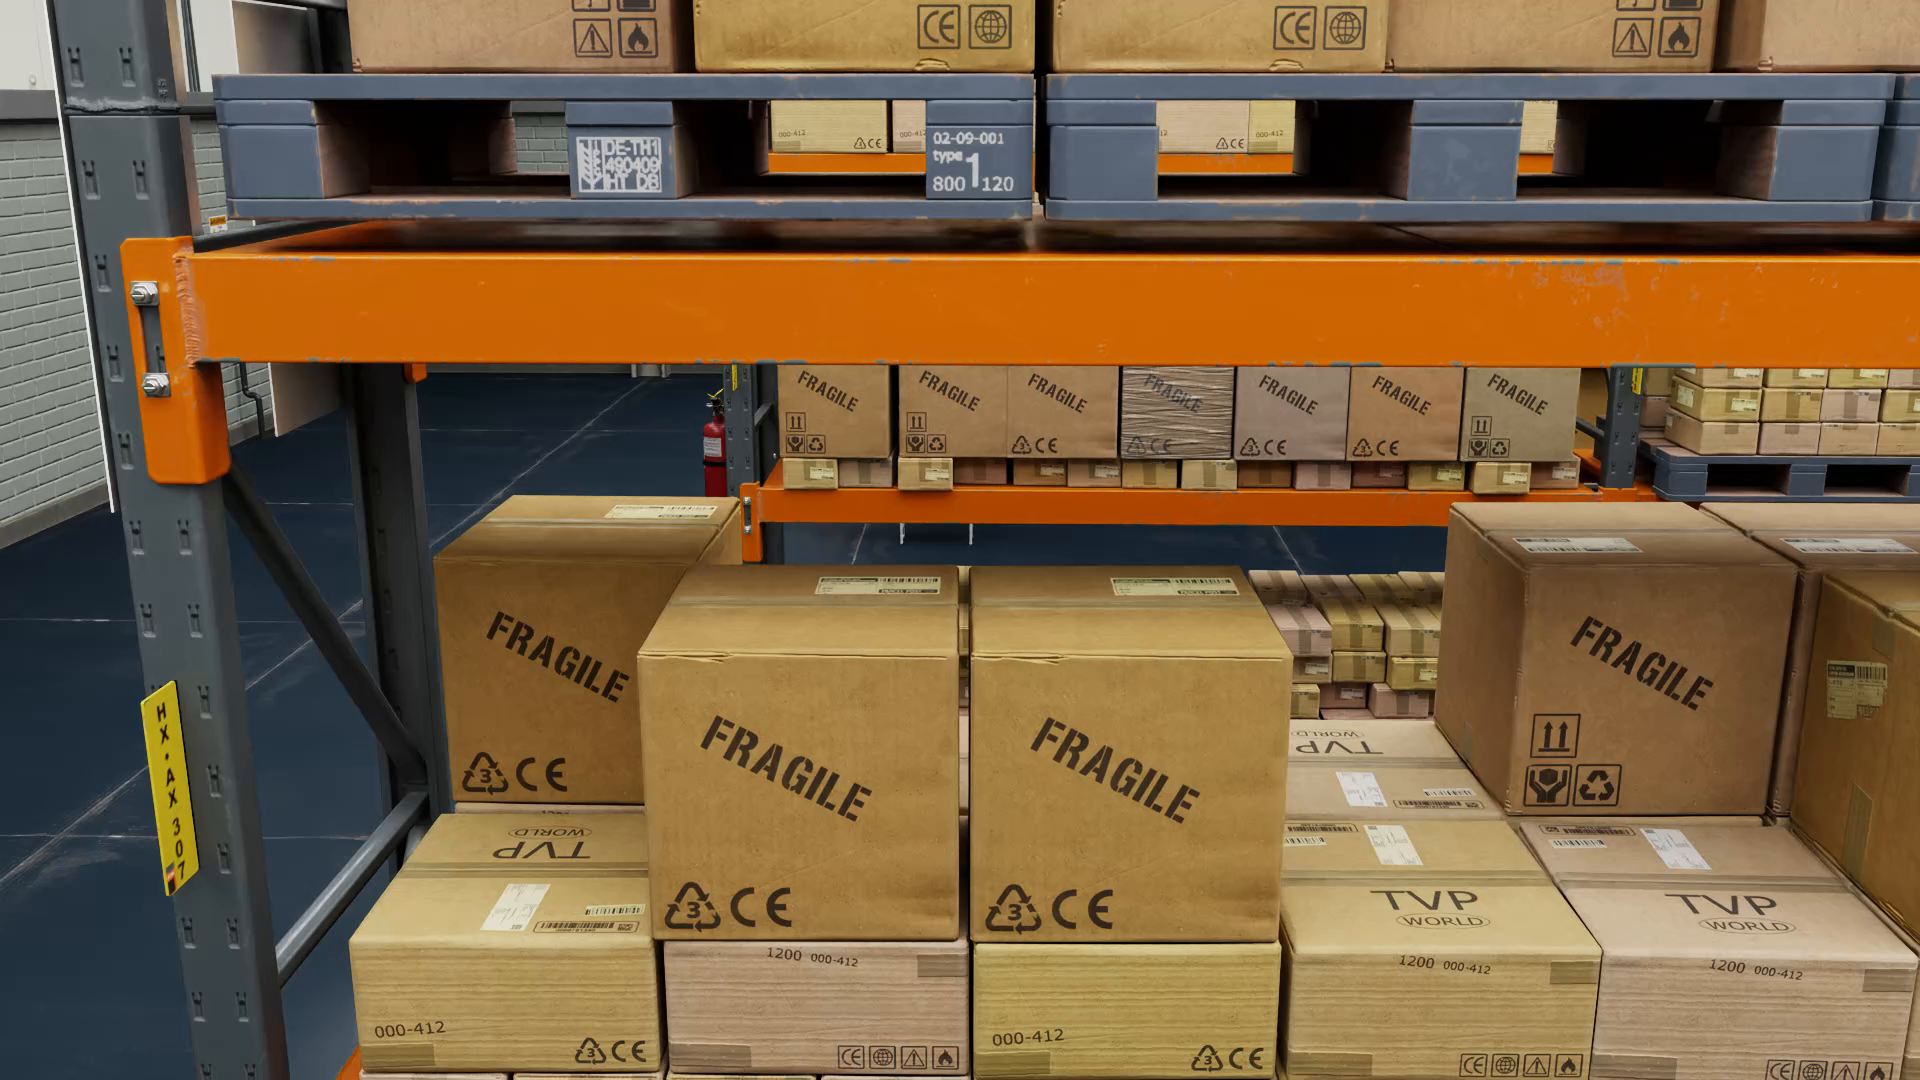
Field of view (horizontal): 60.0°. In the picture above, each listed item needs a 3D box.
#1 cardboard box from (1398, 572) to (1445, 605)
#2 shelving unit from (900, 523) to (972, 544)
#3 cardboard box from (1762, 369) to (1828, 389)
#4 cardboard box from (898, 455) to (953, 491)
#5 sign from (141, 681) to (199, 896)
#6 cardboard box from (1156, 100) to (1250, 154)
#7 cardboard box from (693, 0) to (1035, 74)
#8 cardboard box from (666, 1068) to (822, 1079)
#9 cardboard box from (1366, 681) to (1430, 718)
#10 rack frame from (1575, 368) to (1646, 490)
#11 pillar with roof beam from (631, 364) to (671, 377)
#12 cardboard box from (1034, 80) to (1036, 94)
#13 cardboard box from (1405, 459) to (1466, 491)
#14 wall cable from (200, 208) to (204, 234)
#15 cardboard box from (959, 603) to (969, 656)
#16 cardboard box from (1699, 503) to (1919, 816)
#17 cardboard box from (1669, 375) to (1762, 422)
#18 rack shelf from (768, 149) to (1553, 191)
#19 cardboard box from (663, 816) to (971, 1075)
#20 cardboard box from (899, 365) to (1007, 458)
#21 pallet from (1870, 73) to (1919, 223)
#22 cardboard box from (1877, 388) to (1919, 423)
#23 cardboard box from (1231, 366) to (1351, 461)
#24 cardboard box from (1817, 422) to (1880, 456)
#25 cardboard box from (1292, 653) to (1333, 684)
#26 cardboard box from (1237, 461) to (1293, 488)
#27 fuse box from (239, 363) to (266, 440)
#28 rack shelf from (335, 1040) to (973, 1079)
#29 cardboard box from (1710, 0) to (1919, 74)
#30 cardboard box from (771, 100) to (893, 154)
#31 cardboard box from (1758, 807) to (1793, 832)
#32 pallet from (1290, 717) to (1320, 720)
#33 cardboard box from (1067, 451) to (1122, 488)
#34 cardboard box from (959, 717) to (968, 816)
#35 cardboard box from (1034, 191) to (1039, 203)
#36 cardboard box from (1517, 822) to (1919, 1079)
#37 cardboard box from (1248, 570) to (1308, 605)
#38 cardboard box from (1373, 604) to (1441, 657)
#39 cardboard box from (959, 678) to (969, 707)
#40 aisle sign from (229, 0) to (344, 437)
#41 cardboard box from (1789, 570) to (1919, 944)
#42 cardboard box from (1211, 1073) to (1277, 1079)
[{"bbox_3d":[2.389,0.285,8.479,0.250,0.149,0.380,1,15,4],"label":"cardboard box"},{"bbox_3d":[-0.165,-0.581,11.691,0.503,1.200,0.258,0,15,1],"label":"shelving unit"},{"bbox_3d":[3.663,-0.780,7.419,0.250,0.149,0.380,1,15,3],"label":"cardboard box"},{"bbox_3d":[-0.158,-0.343,7.753,0.250,0.149,0.380,0,15,0],"label":"cardboard box"},{"bbox_3d":[-1.245,0.392,2.622,0.005,0.325,0.100,0,15,1],"label":"sign"},{"bbox_3d":[1.003,-1.856,7.408,0.500,0.250,0.500,0,15,1],"label":"cardboard box"},{"bbox_3d":[-0.144,-1.019,2.726,0.500,0.500,0.700,0,15,-1],"label":"cardboard box"},{"bbox_3d":[-0.366,0.918,2.972,0.250,0.149,0.380,0,15,0],"label":"cardboard box"},{"bbox_3d":[2.078,0.721,7.994,0.250,0.149,0.380,0,15,0],"label":"cardboard box"},{"bbox_3d":[3.002,-0.531,7.972,0.127,3.000,1.000,0,15,1],"label":"rack frame"},{"bbox_3d":[-3.631,-5.136,13.667,0.400,9.000,9.100,0,15,1],"label":"pillar with roof beam"},{"bbox_3d":[0.462,-2.098,7.345,0.500,0.250,0.500,1,15,2],"label":"cardboard box"},{"bbox_3d":[2.184,-0.342,7.750,0.250,0.149,0.380,1,15,4],"label":"cardboard box"},{"bbox_3d":[-6.584,-2.704,14.216,0.122,1.984,0.588,0,15,1],"label":"wall cable"},{"bbox_3d":[0.046,0.426,7.943,0.250,0.149,0.380,0,15,1],"label":"cardboard box"},{"bbox_3d":[1.810,0.226,3.344,0.500,0.500,0.500,0,15,1],"label":"cardboard box"},{"bbox_3d":[3.384,-0.636,7.458,0.250,0.149,0.380,1,15,2],"label":"cardboard box"},{"bbox_3d":[1.003,-1.646,7.730,4.000,0.370,1.077,0,15,1],"label":"rack shelf"},{"bbox_3d":[-0.232,0.710,2.981,0.500,0.250,0.500,0,15,1],"label":"cardboard box"},{"bbox_3d":[-0.019,-0.679,7.753,0.500,0.500,0.500,0,15,2],"label":"cardboard box"},{"bbox_3d":[1.957,-0.682,2.839,1.213,0.211,1.003,0,15,1],"label":"pallet"},{"bbox_3d":[4.161,-0.632,7.442,0.250,0.149,0.380,0,15,-1],"label":"cardboard box"},{"bbox_3d":[1.495,-0.661,7.688,0.500,0.500,0.500,0,15,1],"label":"cardboard box"},{"bbox_3d":[3.911,-0.490,7.485,0.250,0.149,0.380,0,15,2],"label":"cardboard box"},{"bbox_3d":[1.636,0.561,8.017,0.250,0.149,0.380,1,15,3],"label":"cardboard box"},{"bbox_3d":[1.402,-0.360,7.816,0.250,0.149,0.380,0,15,1],"label":"cardboard box"},{"bbox_3d":[-6.409,-1.762,15.166,0.414,1.711,0.539,0,15,1],"label":"fuse box"},{"bbox_3d":[0.775,1.068,3.321,4.000,0.370,1.077,0,15,1],"label":"rack shelf"},{"bbox_3d":[1.453,-1.011,2.697,0.500,0.500,0.700,1,15,4],"label":"cardboard box"},{"bbox_3d":[-0.555,-1.867,7.449,0.500,0.250,0.500,1,15,3],"label":"cardboard box"},{"bbox_3d":[1.814,0.588,3.443,0.500,0.250,0.500,0,15,1],"label":"cardboard box"},{"bbox_3d":[1.107,0.815,8.337,1.213,0.211,1.003,0,15,1],"label":"pallet"},{"bbox_3d":[0.621,-0.360,7.815,0.250,0.149,0.380,0,15,0],"label":"cardboard box"},{"bbox_3d":[-0.226,0.575,3.491,0.500,0.250,0.500,0,15,0],"label":"cardboard box"},{"bbox_3d":[0.673,-2.580,12.312,0.250,0.149,0.380,1,15,2],"label":"cardboard box"},{"bbox_3d":[1.298,0.720,2.941,0.500,0.250,0.500,1,15,3],"label":"cardboard box"},{"bbox_3d":[1.621,0.277,8.507,0.250,0.149,0.380,1,15,3],"label":"cardboard box"},{"bbox_3d":[2.134,0.430,7.931,0.250,0.149,0.380,0,15,1],"label":"cardboard box"},{"bbox_3d":[0.031,0.684,8.132,0.250,0.149,0.380,1,15,2],"label":"cardboard box"},{"bbox_3d":[-1.289,-0.627,3.239,0.004,0.787,0.394,0,15,1],"label":"aisle sign"},{"bbox_3d":[1.807,0.360,2.835,0.500,0.500,0.500,1,15,2],"label":"cardboard box"},{"bbox_3d":[0.407,0.923,2.954,0.250,0.149,0.380,0,15,1],"label":"cardboard box"}]
